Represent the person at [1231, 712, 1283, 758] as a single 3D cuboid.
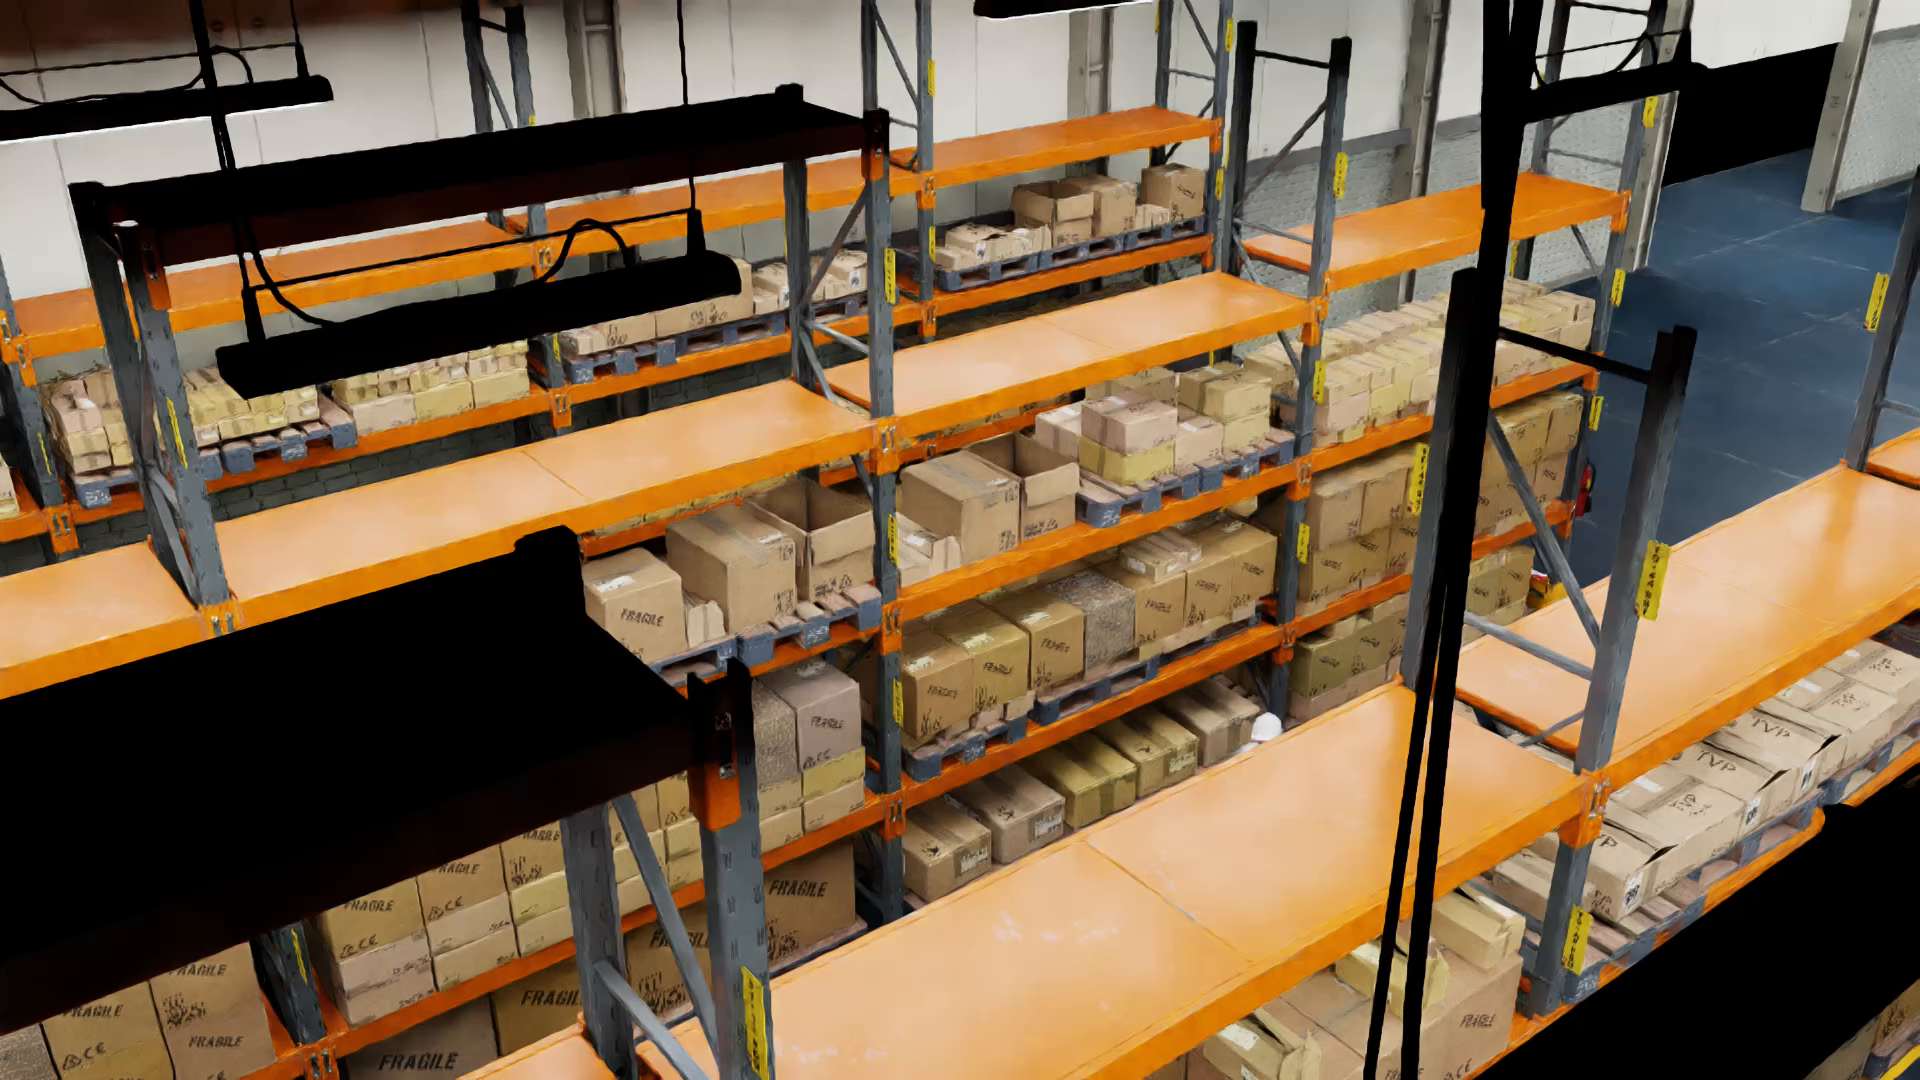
[{"bbox_3d":[2.144,2.030,11.907,0.653,1.786,0.570,-5,26,-10],"label":"person"}]
